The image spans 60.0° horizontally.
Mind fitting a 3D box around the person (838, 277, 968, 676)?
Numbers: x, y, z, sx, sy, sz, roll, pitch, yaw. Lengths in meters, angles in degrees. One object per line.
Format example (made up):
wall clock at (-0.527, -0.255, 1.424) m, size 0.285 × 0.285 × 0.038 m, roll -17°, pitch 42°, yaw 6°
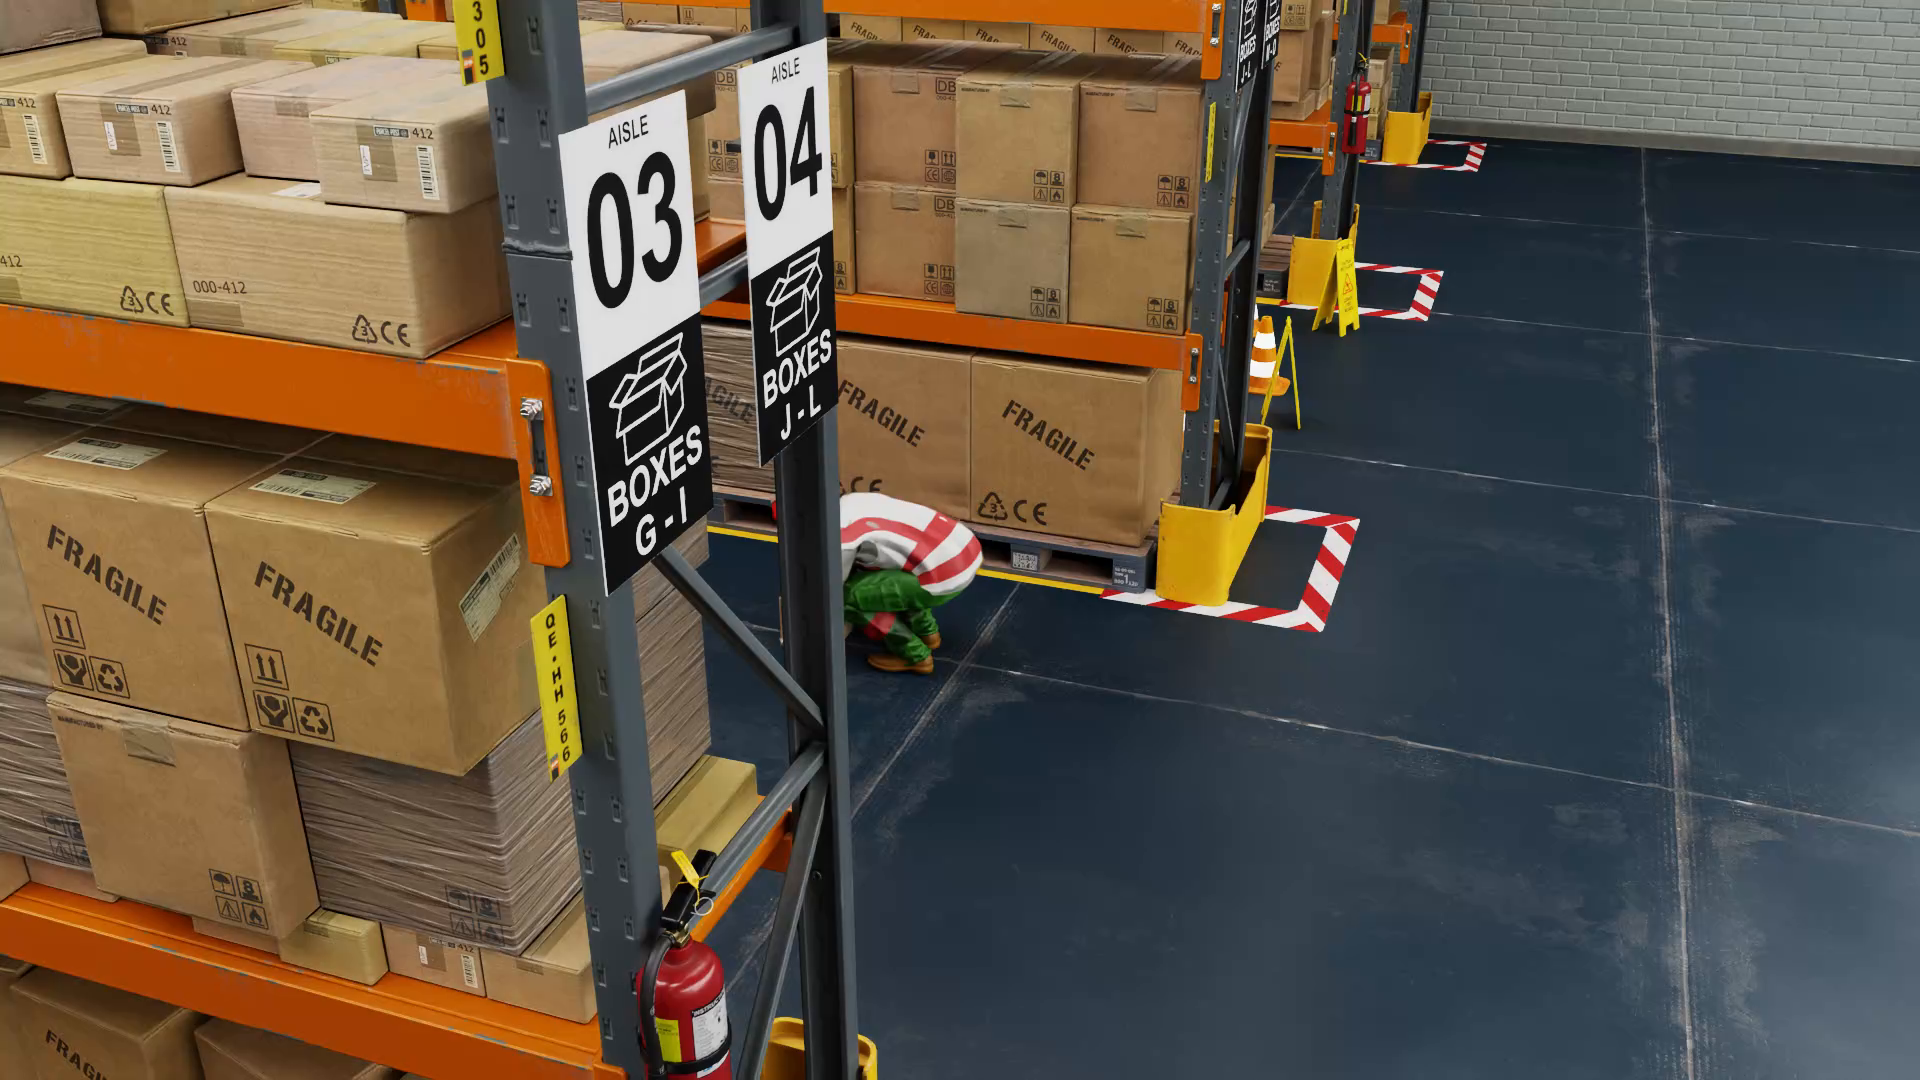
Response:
person at (-0.282, -0.284, 7.184) m, size 0.568 × 1.783 × 0.494 m, roll 9°, pitch 27°, yaw 19°
